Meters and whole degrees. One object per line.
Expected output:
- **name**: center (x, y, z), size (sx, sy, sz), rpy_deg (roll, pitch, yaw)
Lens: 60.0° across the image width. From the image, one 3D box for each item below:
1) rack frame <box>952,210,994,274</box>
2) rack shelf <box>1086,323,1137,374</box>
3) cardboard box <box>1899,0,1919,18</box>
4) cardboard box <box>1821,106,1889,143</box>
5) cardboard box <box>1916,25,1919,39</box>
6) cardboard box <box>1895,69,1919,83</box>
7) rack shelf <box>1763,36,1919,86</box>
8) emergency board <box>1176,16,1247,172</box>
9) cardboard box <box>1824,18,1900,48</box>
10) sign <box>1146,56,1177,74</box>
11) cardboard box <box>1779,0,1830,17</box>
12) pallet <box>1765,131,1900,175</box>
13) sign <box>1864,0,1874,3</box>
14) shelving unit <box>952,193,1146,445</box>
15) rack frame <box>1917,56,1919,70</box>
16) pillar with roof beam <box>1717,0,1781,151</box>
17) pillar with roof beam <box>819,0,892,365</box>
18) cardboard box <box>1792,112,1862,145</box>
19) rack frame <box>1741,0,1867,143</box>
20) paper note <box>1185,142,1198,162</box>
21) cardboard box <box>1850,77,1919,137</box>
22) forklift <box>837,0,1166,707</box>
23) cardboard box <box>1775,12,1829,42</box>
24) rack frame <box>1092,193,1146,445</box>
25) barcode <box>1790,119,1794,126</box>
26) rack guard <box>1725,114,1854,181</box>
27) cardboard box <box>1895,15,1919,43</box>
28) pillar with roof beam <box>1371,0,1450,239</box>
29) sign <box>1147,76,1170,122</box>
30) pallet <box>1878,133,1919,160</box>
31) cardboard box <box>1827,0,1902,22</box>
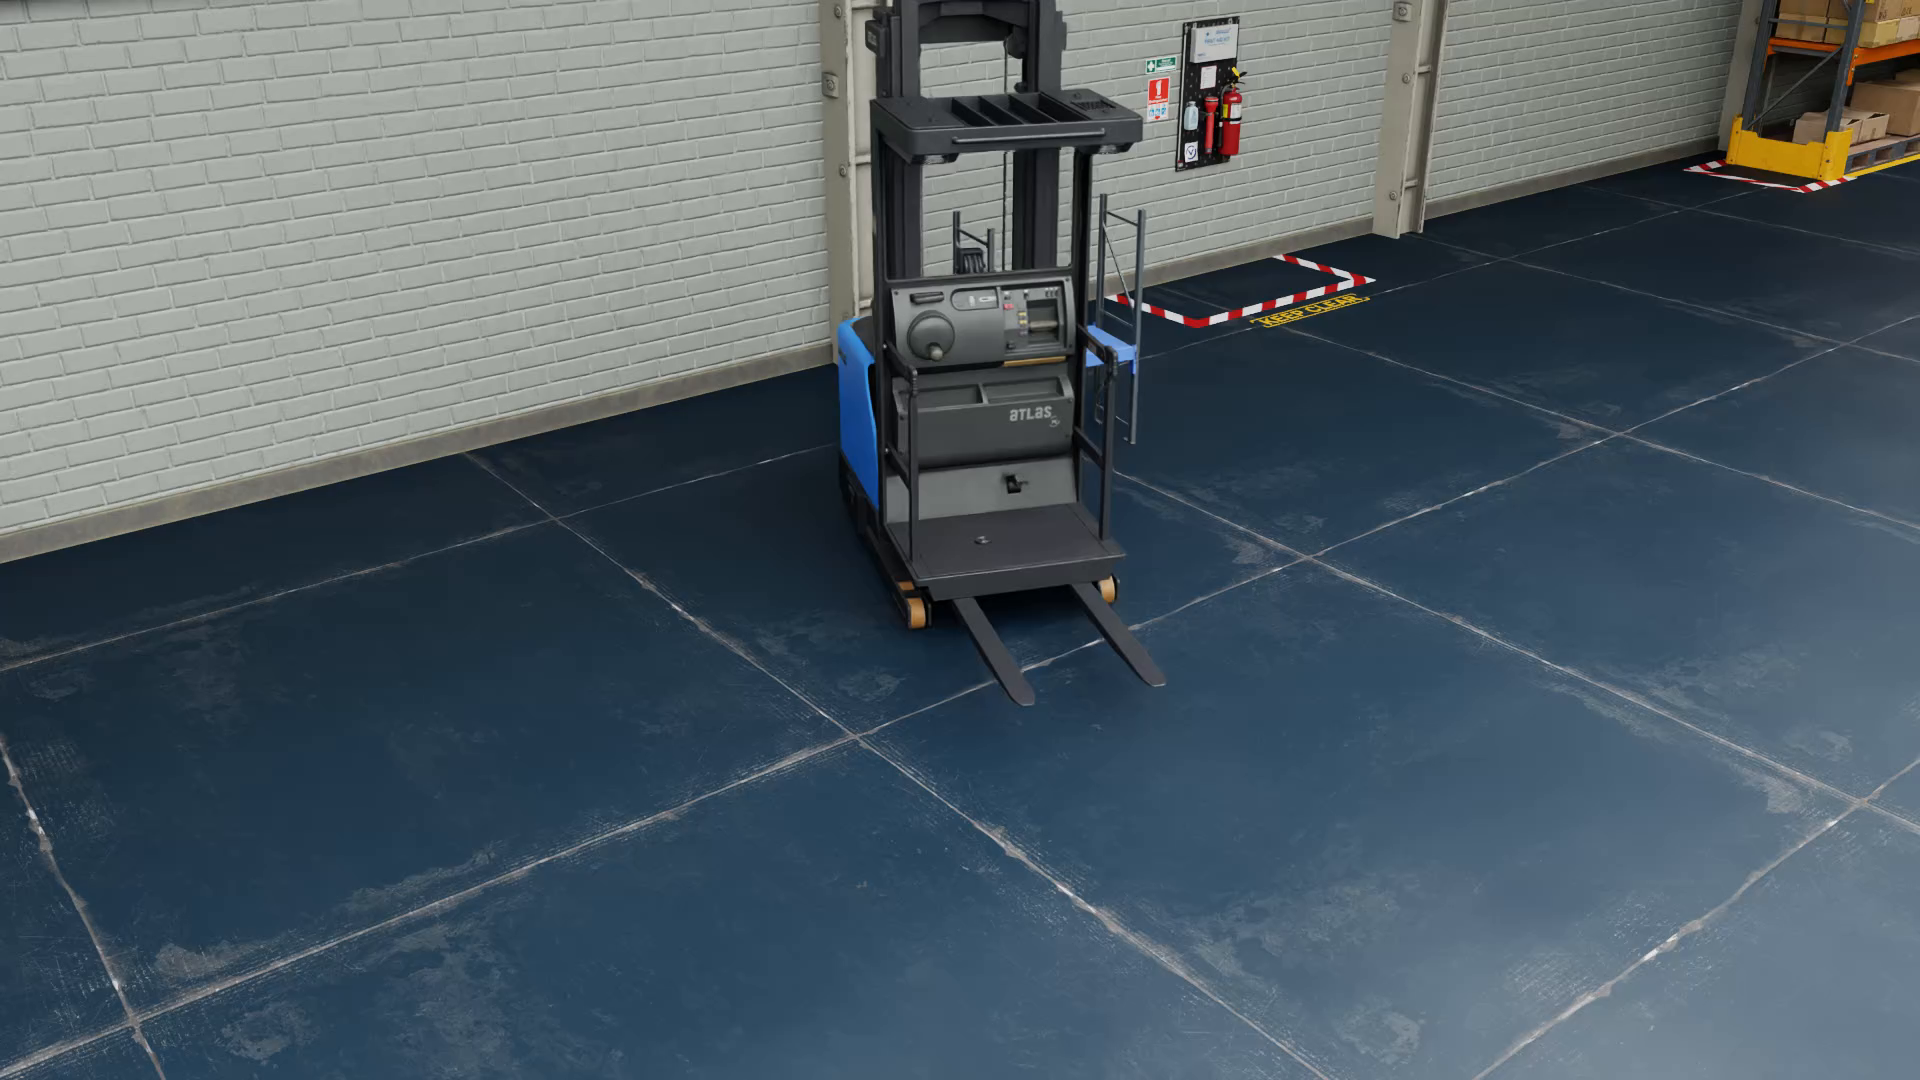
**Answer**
- **rack frame**: center (0.074, -1.197, 10.047), size (0.032, 1.500, 0.500), rpy_deg (-11, 27, -23)
- **rack shelf**: center (0.533, -1.126, 10.322), size (1.000, 0.185, 0.538), rpy_deg (-11, 27, -23)
- **cardboard box**: center (9.697, -5.733, 17.303), size (0.500, 0.500, 0.500), rpy_deg (-18, 30, -34)
- **cardboard box**: center (9.790, -4.580, 18.227), size (0.500, 0.311, 0.500), rpy_deg (-15, 29, -30)
- **cardboard box**: center (10.125, -5.535, 17.767), size (0.500, 0.250, 0.500), rpy_deg (-19, 31, -35)
- **cardboard box**: center (11.097, -5.124, 19.174), size (0.500, 0.500, 0.500), rpy_deg (-21, 32, -38)
- **rack shelf**: center (10.315, -5.495, 18.382), size (4.000, 0.370, 1.077), rpy_deg (-18, 31, -34)
- **emergency board**: center (2.068, -3.583, 13.406), size (0.643, 1.169, 0.194), rpy_deg (-18, 31, -34)
- **cardboard box**: center (9.321, -5.265, 17.185), size (0.500, 0.250, 0.500), rpy_deg (-19, 31, -35)
- **sign**: center (1.579, -3.728, 13.048), size (0.331, 0.109, 0.001), rpy_deg (-18, 31, -34)
- **cardboard box**: center (8.981, -5.776, 17.396), size (0.500, 0.500, 0.500), rpy_deg (-19, 31, -35)
- **pallet**: center (9.462, -4.256, 18.170), size (1.213, 0.211, 1.003), rpy_deg (-18, 31, -34)
- **sign**: center (9.076, -5.515, 16.542), size (0.005, 0.325, 0.100), rpy_deg (-18, 31, -34)
- **shelving unit**: center (0.533, -1.289, 10.246), size (1.048, 1.500, 0.538), rpy_deg (-11, 27, -23)
- **rack frame**: center (11.889, -6.341, 19.350), size (0.127, 3.000, 1.000), rpy_deg (-18, 31, -34)
- **pillar with roof beam**: center (11.414, -7.066, 13.785), size (0.400, 9.000, 9.100), rpy_deg (-18, 31, -34)
- **pillar with roof beam**: center (1.971, -3.948, 7.068), size (0.400, 9.000, 9.100), rpy_deg (-18, 31, -34)
- **cardboard box**: center (9.341, -4.432, 17.908), size (0.500, 0.311, 0.500), rpy_deg (-23, 33, -40)
- **rack frame**: center (8.741, -5.302, 17.111), size (0.127, 3.000, 1.000), rpy_deg (-18, 31, -34)
- **paper note**: center (1.886, -3.160, 13.542), size (0.142, 0.148, 0.016), rpy_deg (-18, 31, -34)
- **cardboard box**: center (10.398, -4.840, 18.562), size (0.500, 0.500, 0.700), rpy_deg (-21, 32, -37)
- **forklift**: center (0.180, -1.063, 8.060), size (1.130, 2.935, 3.031), rpy_deg (-7, 26, -14)
- **cardboard box**: center (8.989, -5.429, 17.539), size (0.500, 0.250, 0.500), rpy_deg (-18, 30, -33)
- **rack frame**: center (0.991, -1.382, 10.446), size (0.032, 1.500, 0.500), rpy_deg (-11, 27, -23)
- **barcode**: center (9.108, -4.573, 18.202), size (0.075, 0.075, 0.001), rpy_deg (-18, 31, -34)
- **rack guard**: center (8.801, -4.188, 17.680), size (0.348, 0.500, 1.175), rpy_deg (-18, 31, -34)
- **cardboard box**: center (9.721, -5.404, 17.486), size (0.500, 0.250, 0.500), rpy_deg (-19, 31, -36)
- **pillar with roof beam**: center (6.693, -5.507, 10.427), size (0.400, 9.000, 9.100), rpy_deg (-18, 31, -34)
- **sign**: center (1.570, -3.489, 13.163), size (0.234, 0.329, 0.001), rpy_deg (-18, 31, -34)
- **pallet**: center (10.421, -4.572, 18.850), size (1.213, 0.211, 1.003), rpy_deg (-18, 31, -34)
- **cardboard box**: center (9.302, -5.608, 17.034), size (0.500, 0.500, 0.500), rpy_deg (-18, 31, -34)
